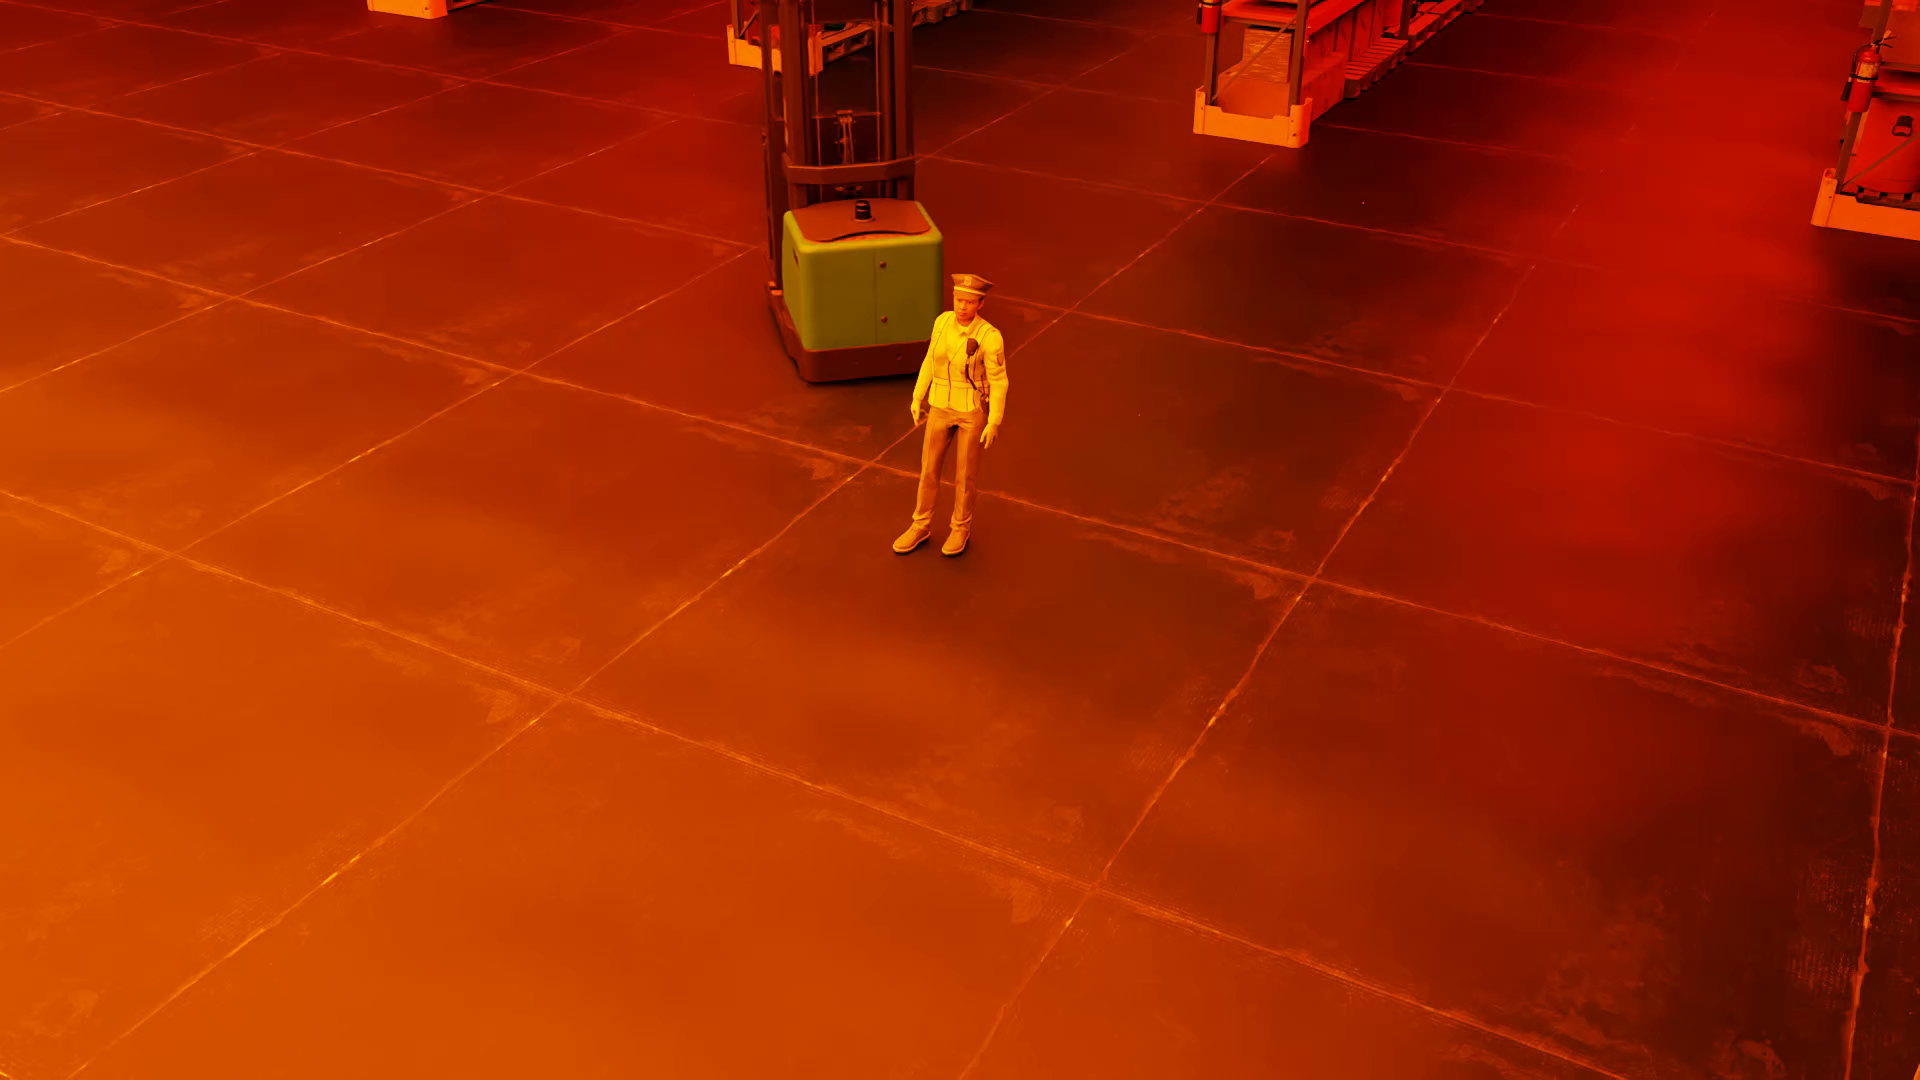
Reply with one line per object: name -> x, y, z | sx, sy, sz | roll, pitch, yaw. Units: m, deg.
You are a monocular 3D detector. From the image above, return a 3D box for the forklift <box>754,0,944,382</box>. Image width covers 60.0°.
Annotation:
forklift -> -0.942, -3.111, 12.461 | 1.130, 2.935, 3.031 | -7, 31, -12

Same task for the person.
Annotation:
person -> -0.039, -0.712, 9.527 | 0.586, 1.694, 0.532 | 15, 33, 25
